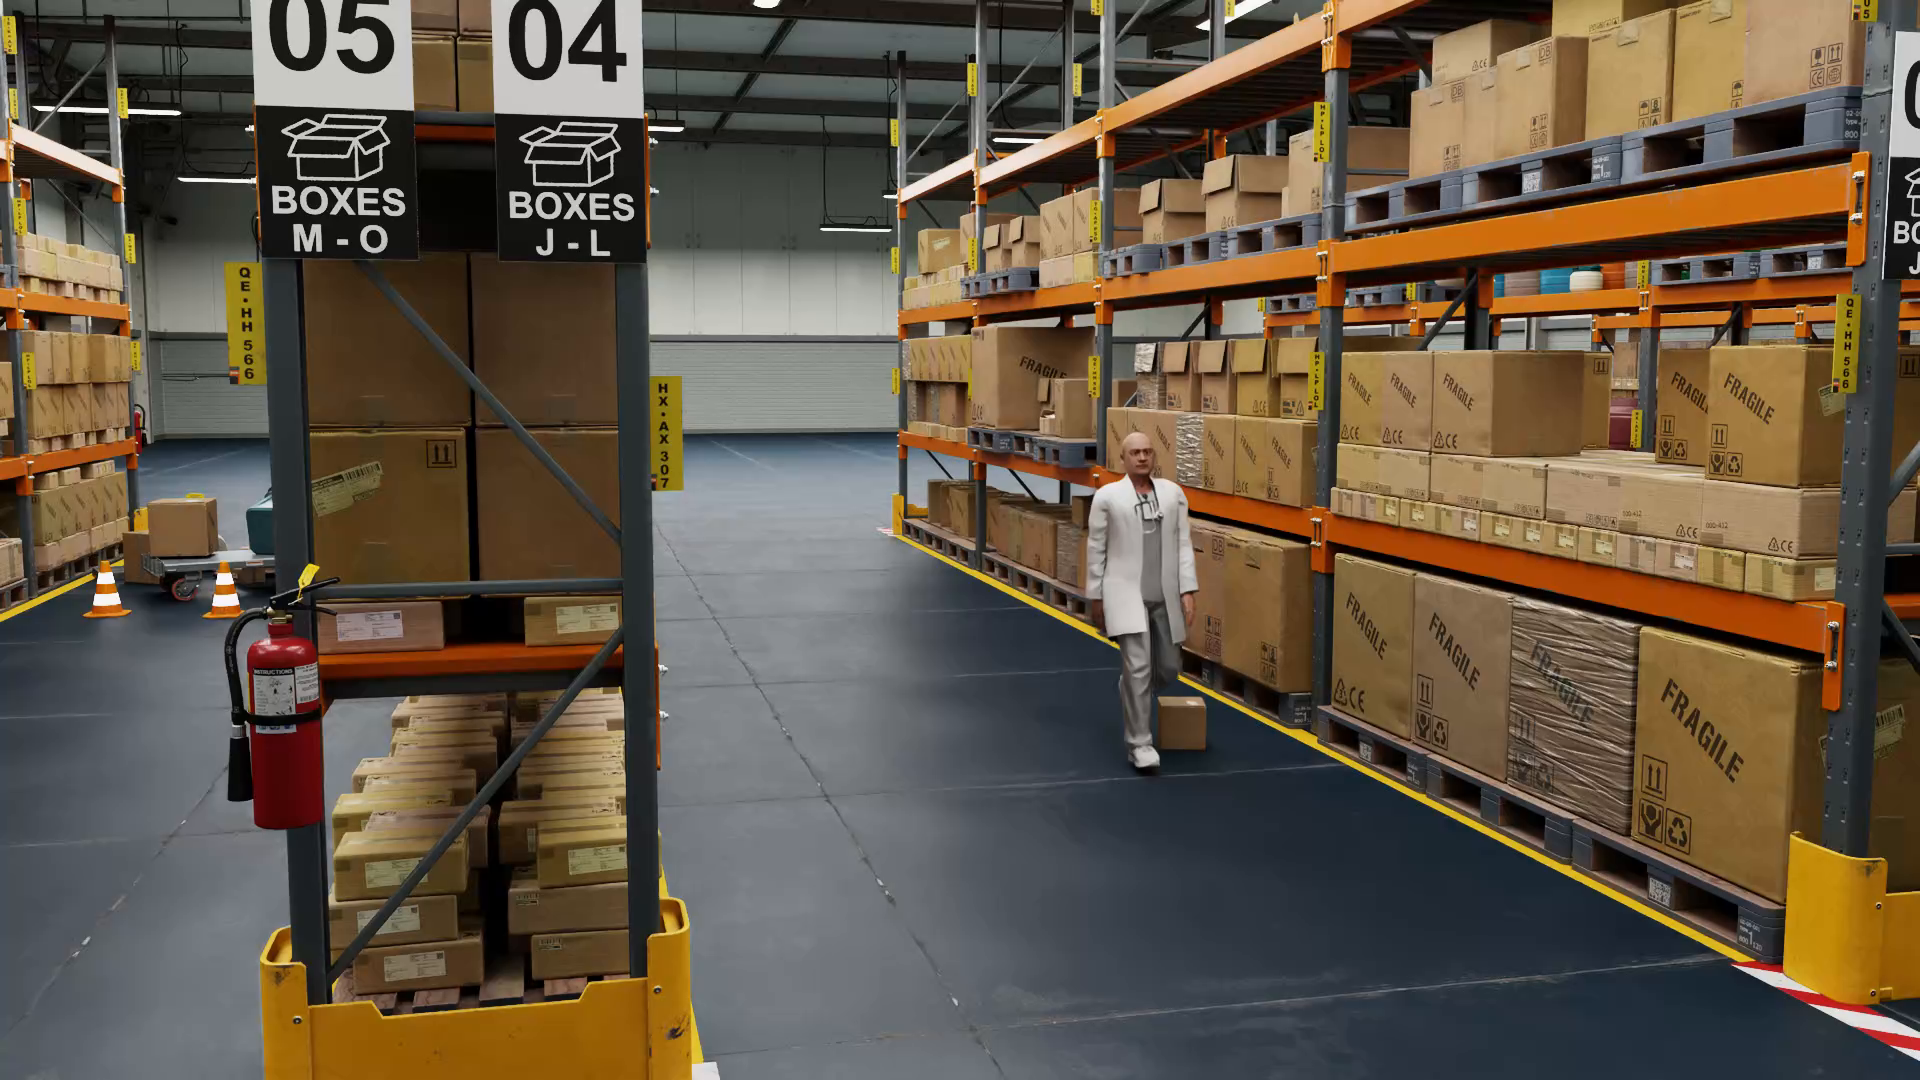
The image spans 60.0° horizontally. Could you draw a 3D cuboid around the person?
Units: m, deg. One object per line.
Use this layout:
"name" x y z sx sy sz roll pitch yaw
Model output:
"person" 0.972 0.293 8.969 0.574 1.748 0.909 -2 6 -16
